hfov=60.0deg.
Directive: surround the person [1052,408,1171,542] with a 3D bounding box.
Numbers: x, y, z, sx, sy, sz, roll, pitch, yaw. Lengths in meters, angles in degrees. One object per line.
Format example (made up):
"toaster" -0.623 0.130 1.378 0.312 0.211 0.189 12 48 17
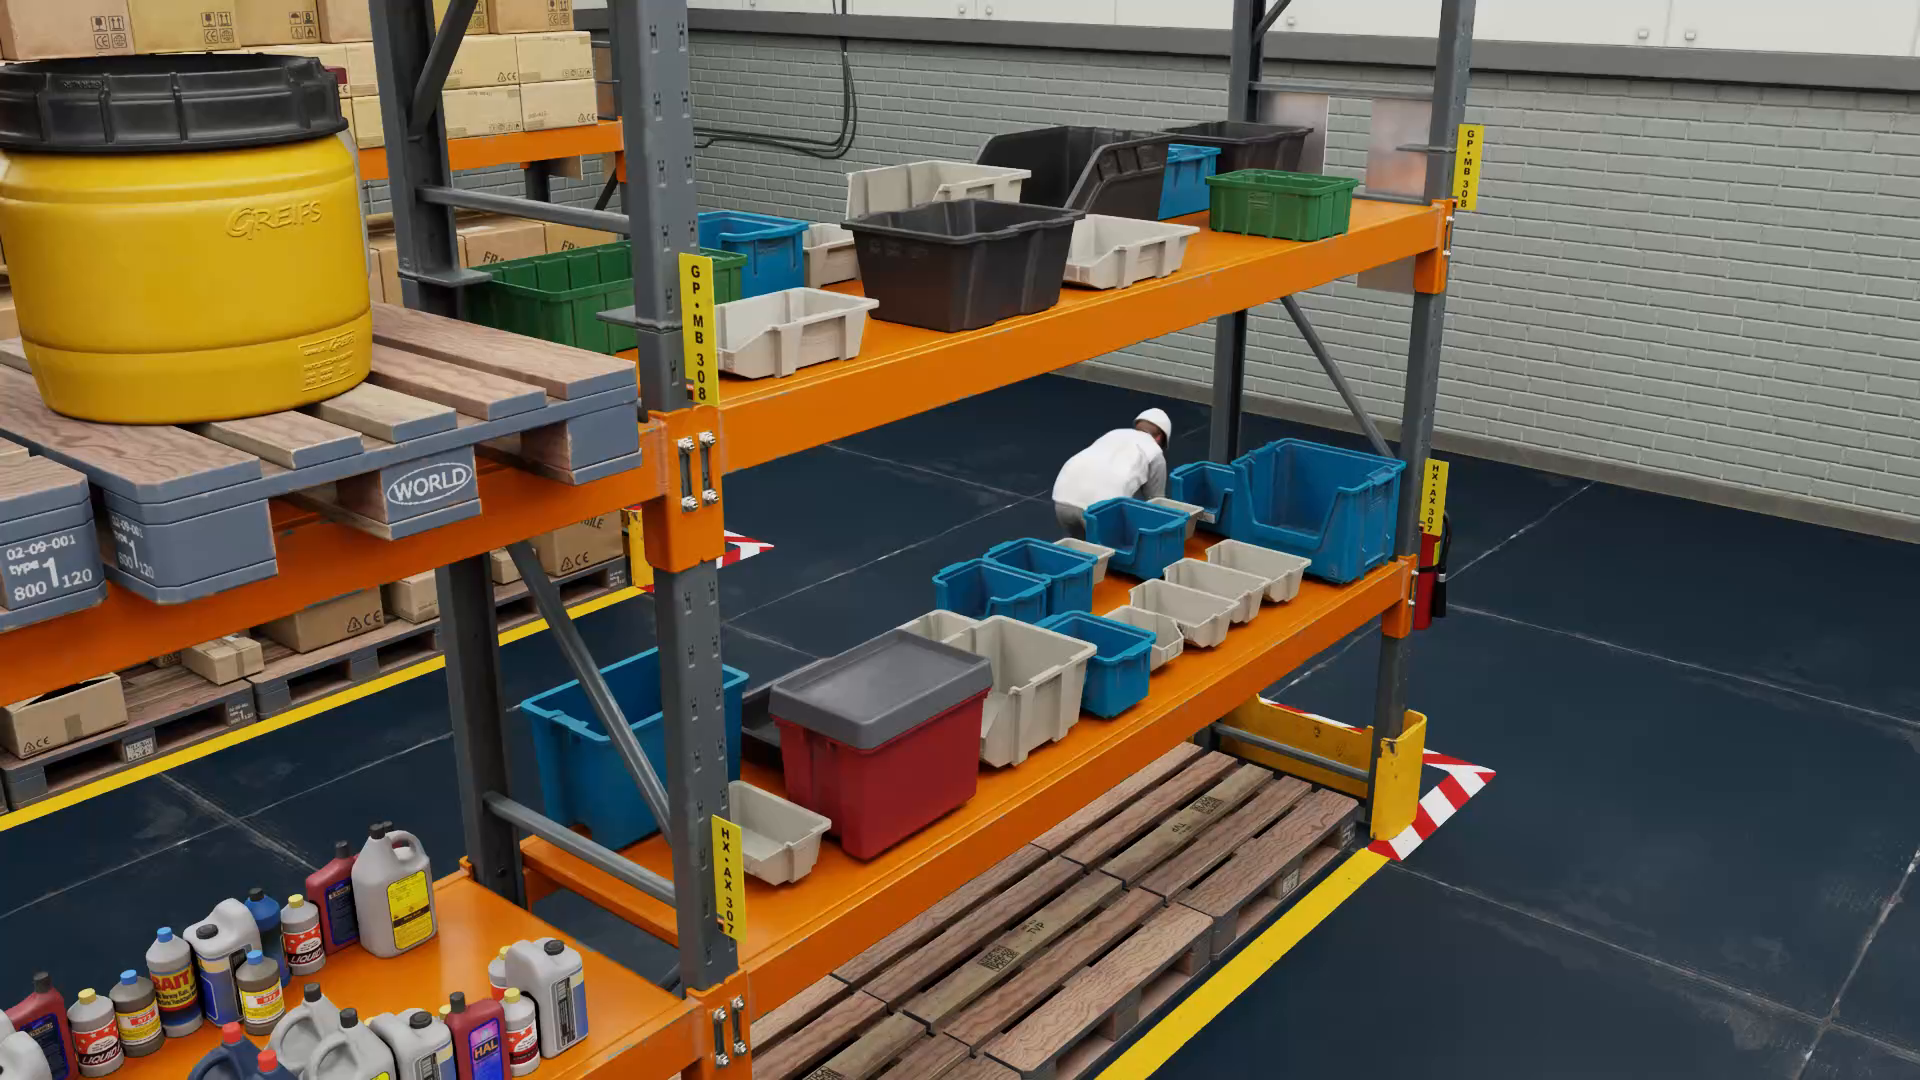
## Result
"person" 0.919 -0.094 9.625 0.485 1.204 0.980 14 25 34
